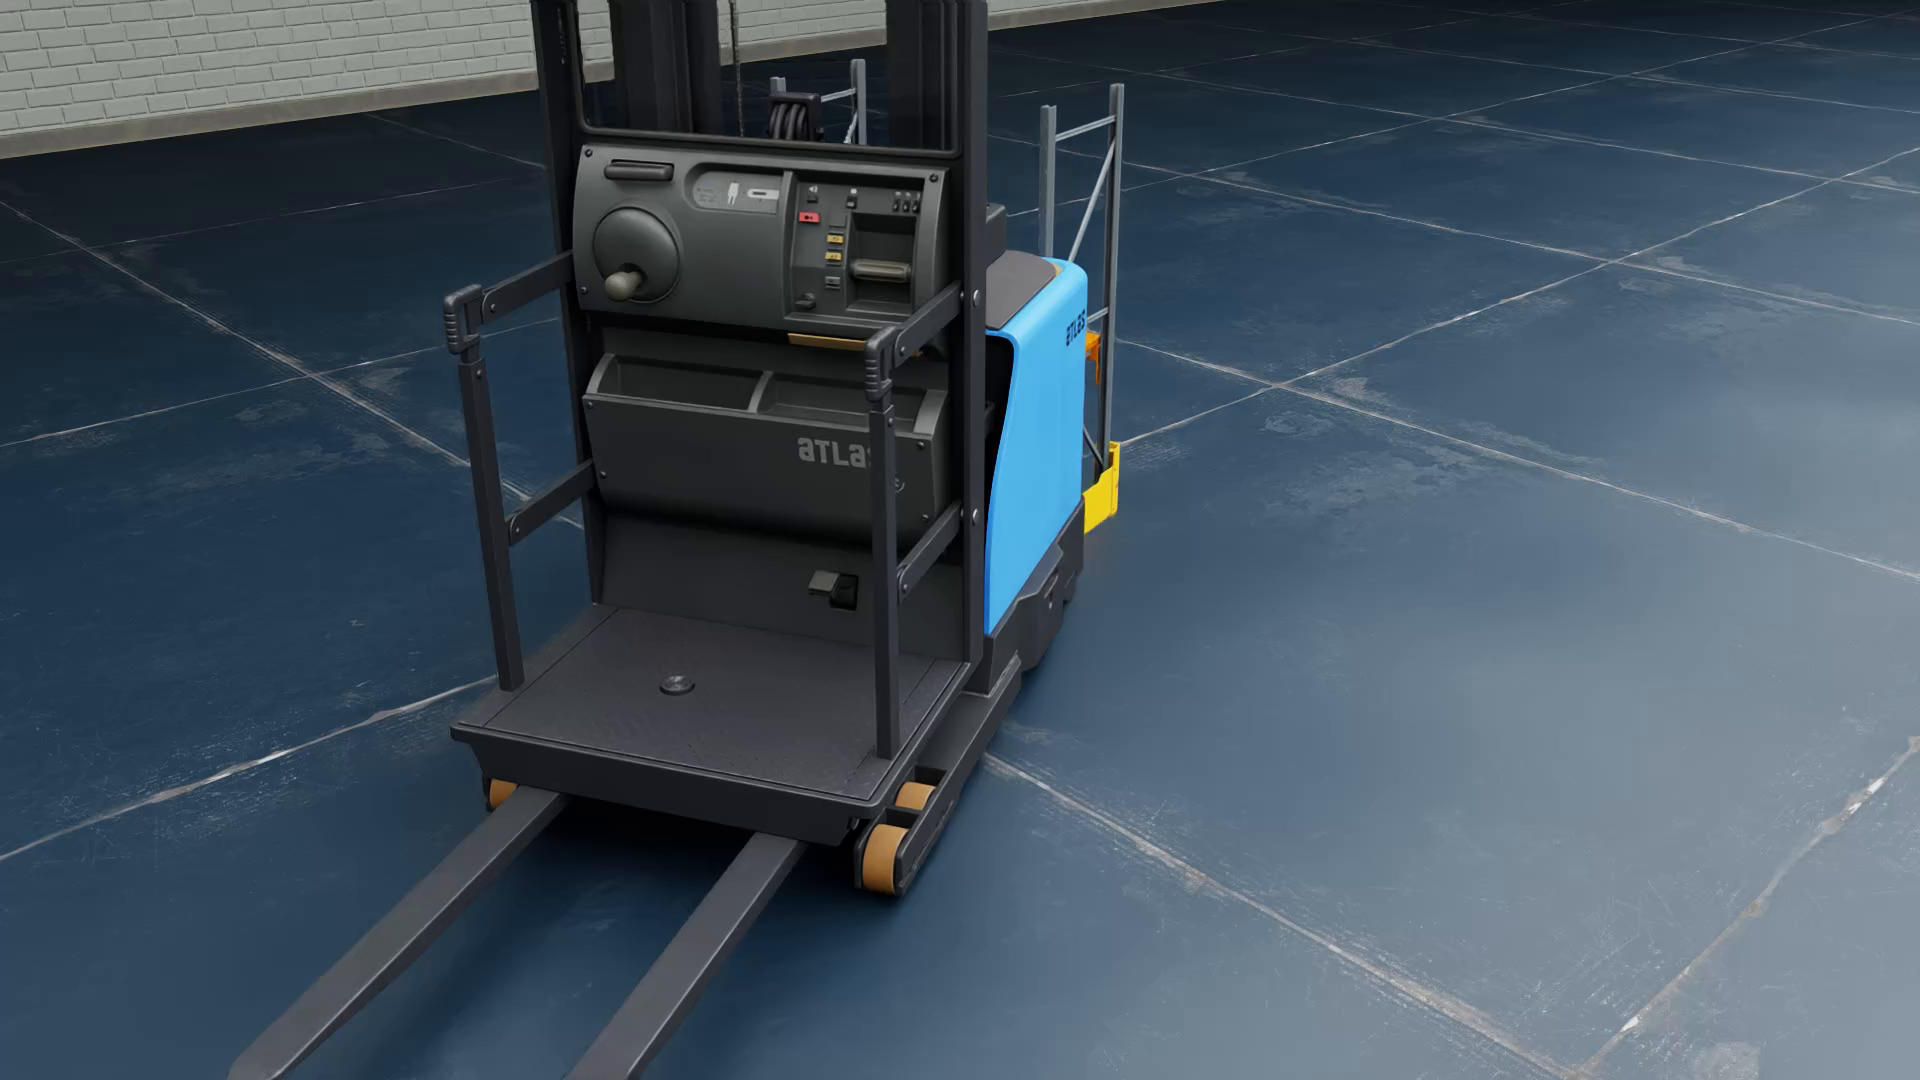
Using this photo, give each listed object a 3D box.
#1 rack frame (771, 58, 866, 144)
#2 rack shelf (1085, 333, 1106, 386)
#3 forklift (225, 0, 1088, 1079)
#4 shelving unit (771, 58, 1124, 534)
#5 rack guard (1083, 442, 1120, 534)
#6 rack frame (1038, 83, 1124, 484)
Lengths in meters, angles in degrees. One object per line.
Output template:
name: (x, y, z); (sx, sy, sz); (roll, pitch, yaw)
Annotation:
rack frame: (-0.479, -0.922, 5.965); (0.032, 1.500, 0.500); (14, 28, 29)
rack shelf: (-0.047, -0.648, 5.796); (1.000, 0.185, 0.538); (14, 28, 29)
forklift: (-0.549, -0.685, 3.721); (1.130, 2.935, 3.031); (8, 26, 17)
shelving unit: (-0.039, -0.809, 5.717); (1.083, 1.500, 0.587); (14, 28, 29)
rack guard: (0.384, -0.132, 5.738); (0.087, 0.250, 0.587); (14, 28, 29)
rack frame: (0.385, -0.700, 5.478); (0.032, 1.500, 0.500); (14, 28, 29)
